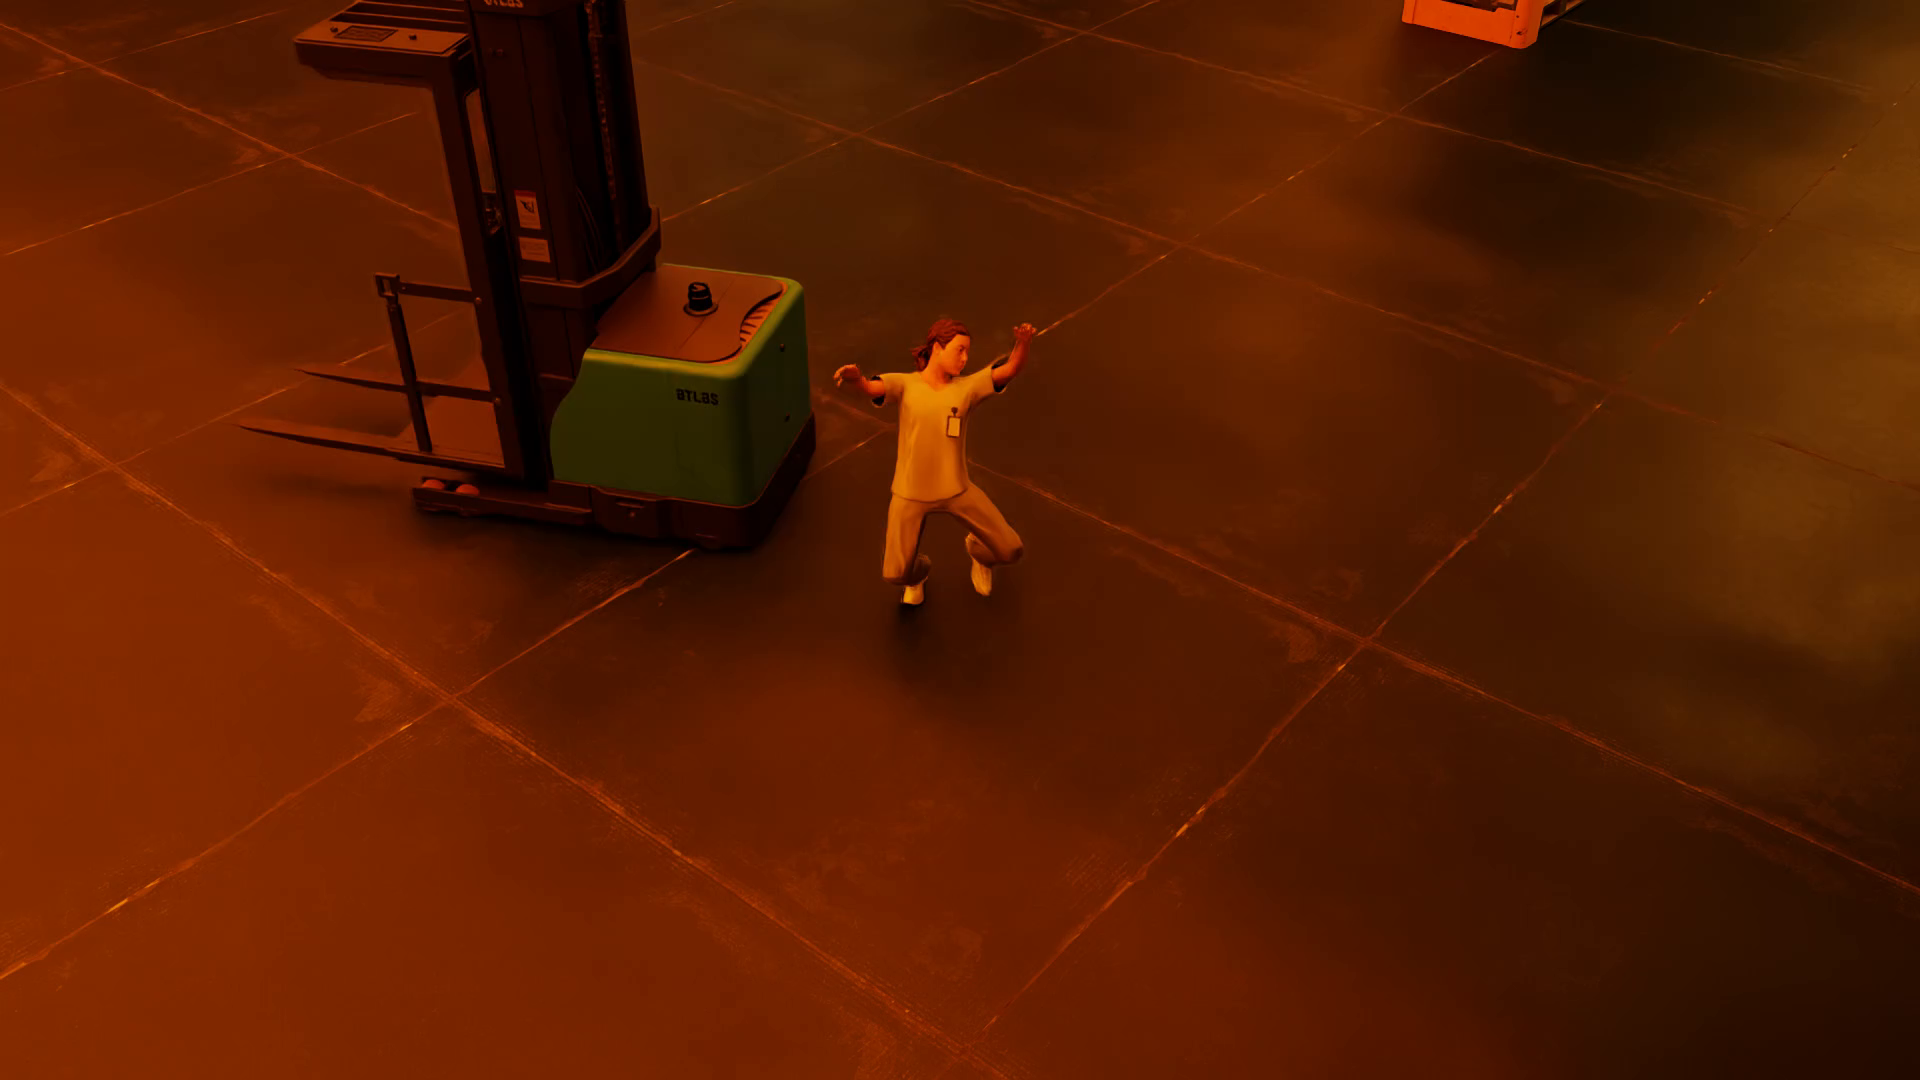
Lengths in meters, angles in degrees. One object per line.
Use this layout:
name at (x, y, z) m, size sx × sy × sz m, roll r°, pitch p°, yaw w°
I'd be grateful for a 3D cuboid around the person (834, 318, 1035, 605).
person at (-0.136, -0.362, 7.663) m, size 0.880 × 1.556 × 0.692 m, roll -5°, pitch 36°, yaw -7°

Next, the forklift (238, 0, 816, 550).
forklift at (-2.360, -1.599, 8.217) m, size 3.031 × 2.935 × 1.130 m, roll 9°, pitch 37°, yaw 12°
